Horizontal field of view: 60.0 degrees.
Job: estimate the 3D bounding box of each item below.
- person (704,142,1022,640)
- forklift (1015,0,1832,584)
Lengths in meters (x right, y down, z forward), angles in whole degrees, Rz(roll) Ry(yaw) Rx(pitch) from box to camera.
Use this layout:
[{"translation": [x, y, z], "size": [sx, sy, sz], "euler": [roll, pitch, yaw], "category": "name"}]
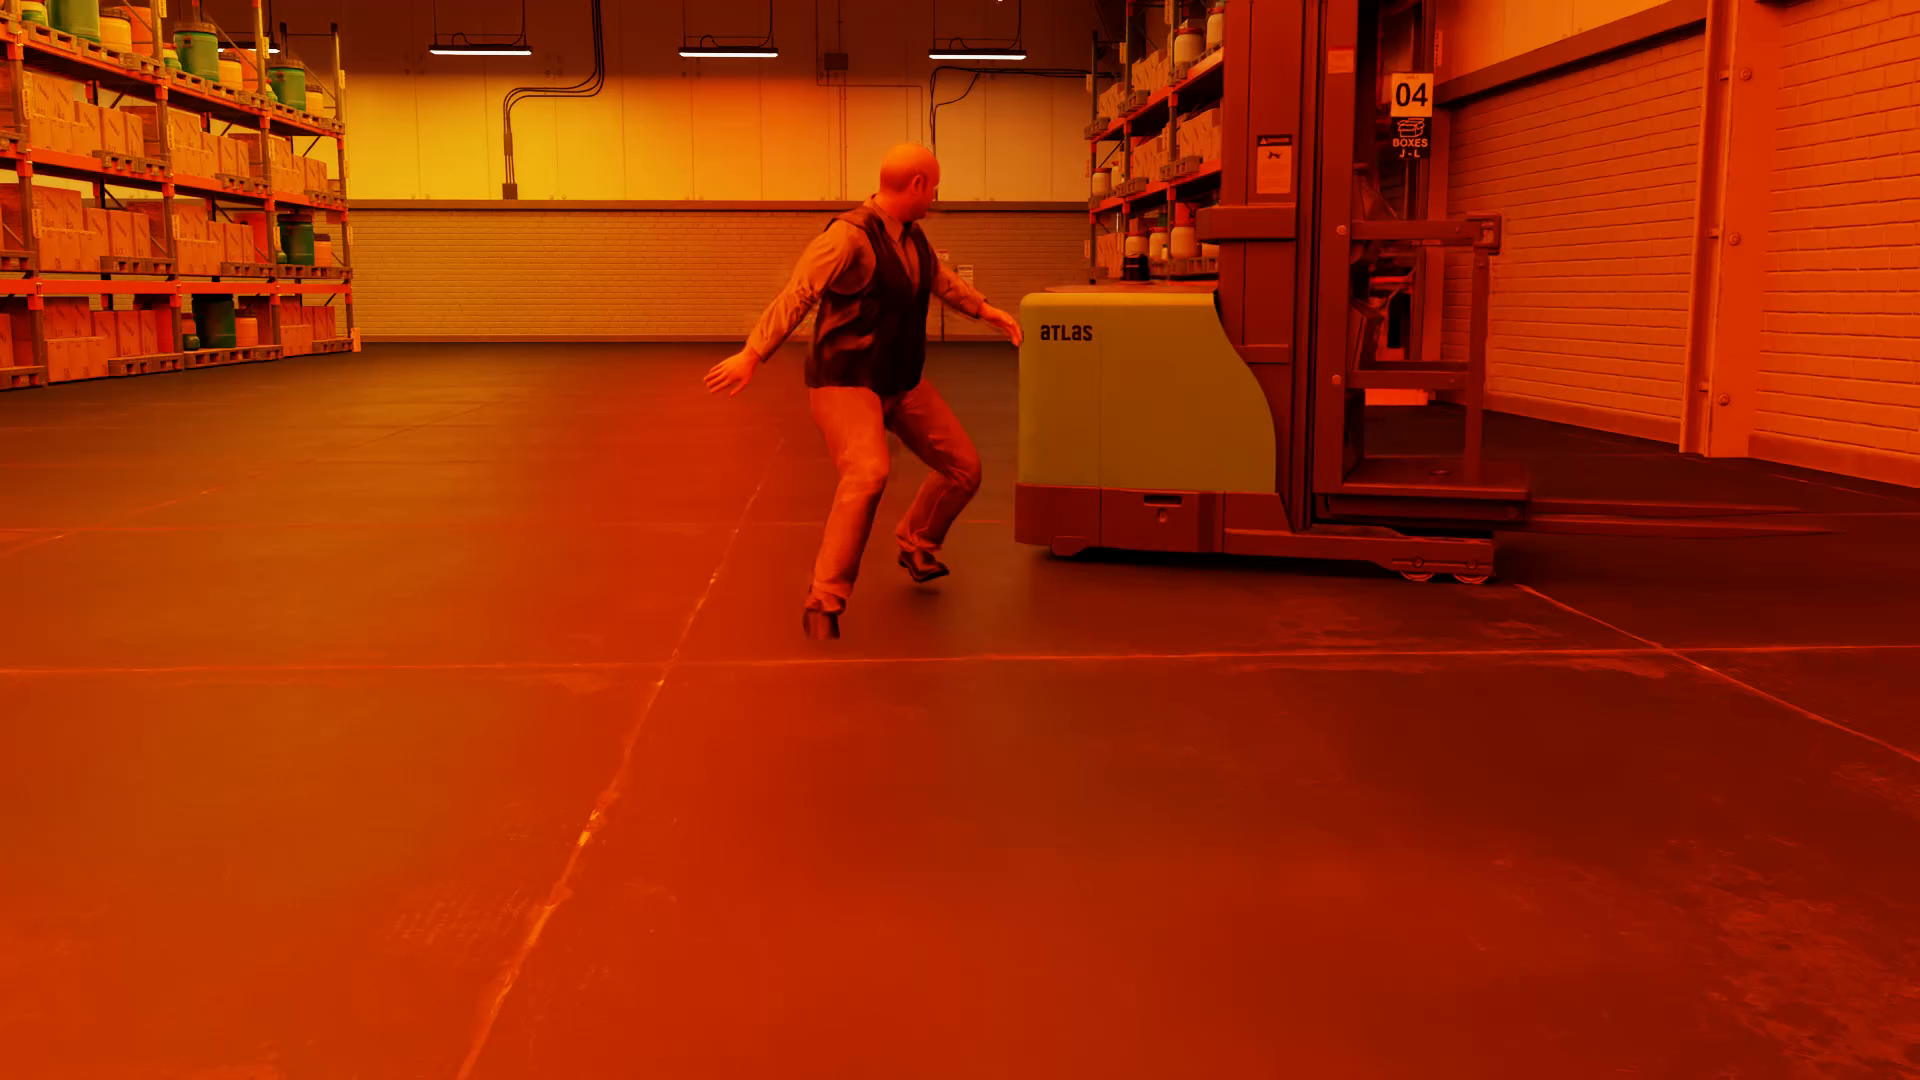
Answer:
[{"translation": [-0.290, -0.473, 5.579], "size": [0.558, 1.679, 1.068], "euler": [6, 10, 35], "category": "person"}, {"translation": [1.798, -1.372, 6.569], "size": [3.031, 2.935, 1.130], "euler": [3, 9, 17], "category": "forklift"}]
